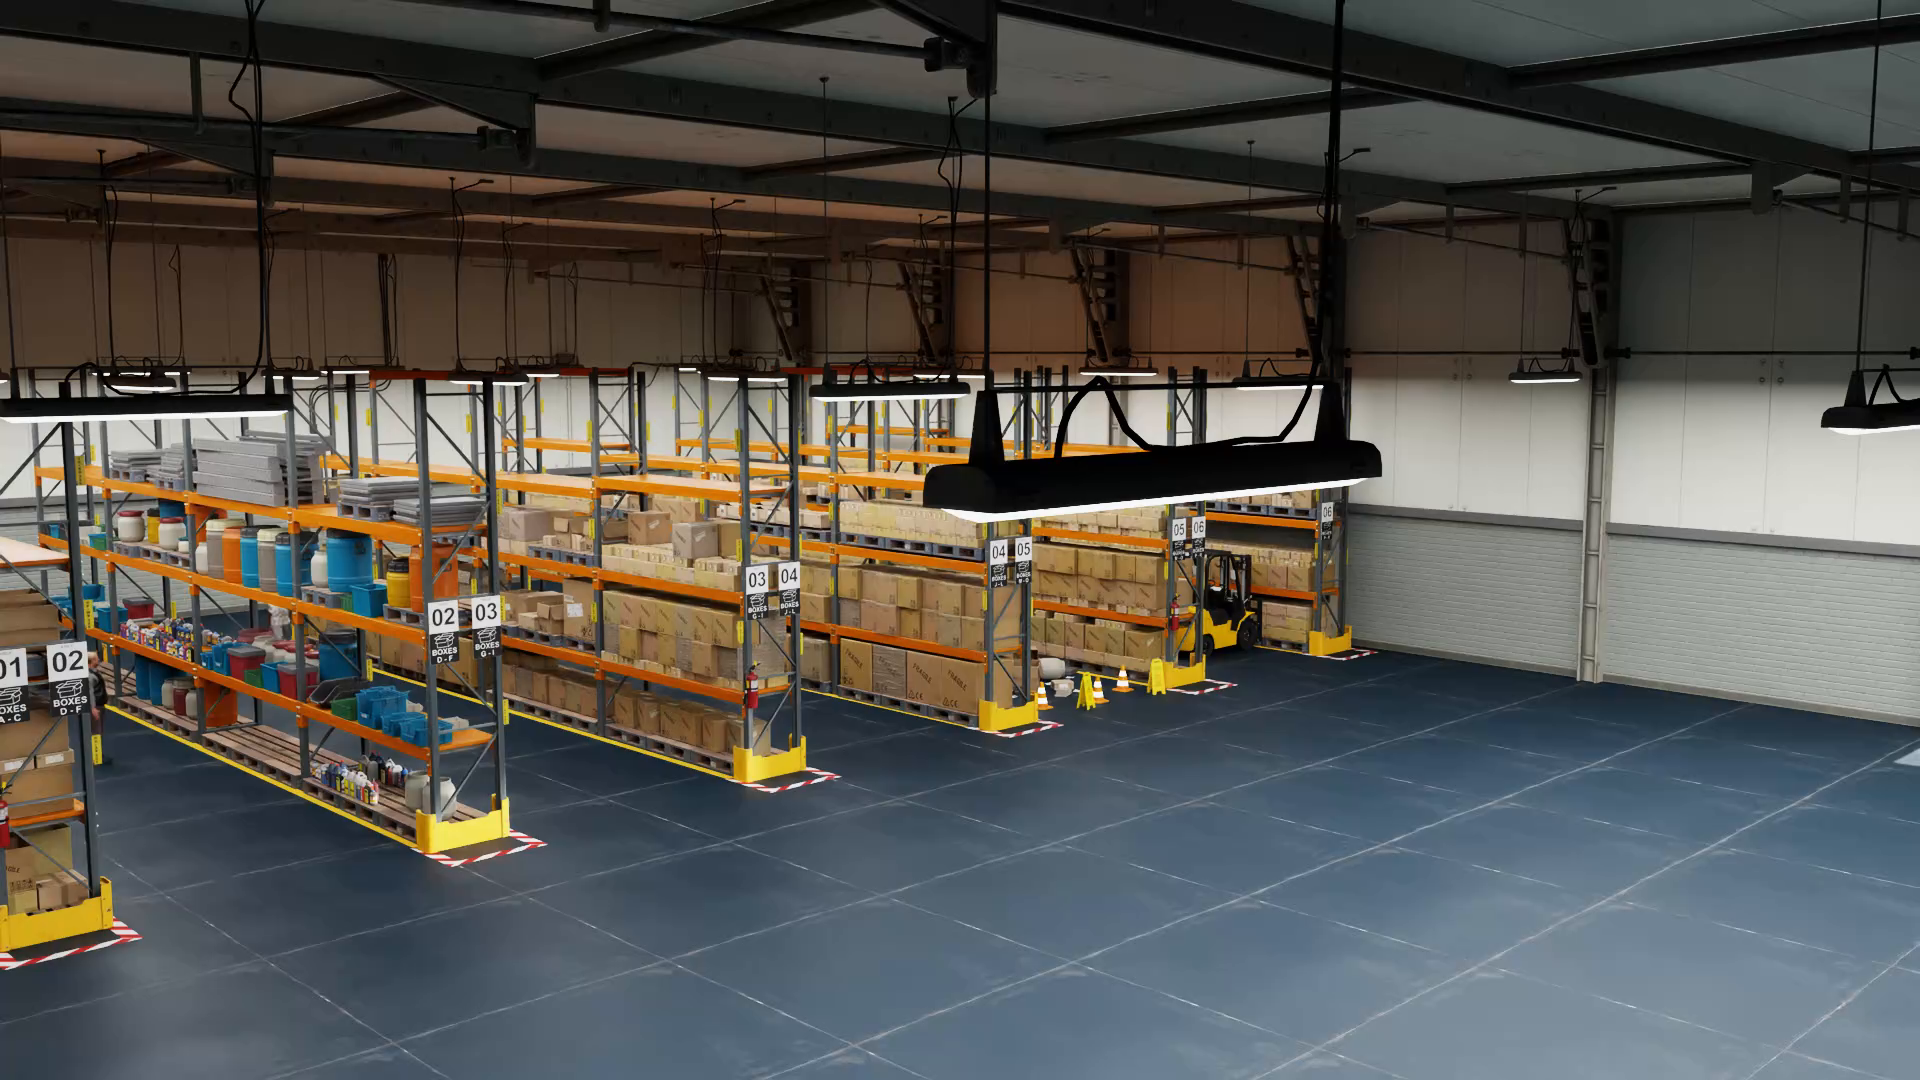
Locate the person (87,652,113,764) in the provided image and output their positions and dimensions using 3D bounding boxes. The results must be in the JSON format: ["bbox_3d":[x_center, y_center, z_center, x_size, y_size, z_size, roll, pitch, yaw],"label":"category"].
[{"bbox_3d":[-13.354,2.592,25.700,0.432,1.746,0.592,-1,7,-11],"label":"person"}]

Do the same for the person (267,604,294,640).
[{"bbox_3d":[-13.755,1.713,33.713,0.588,1.629,0.975,-6,9,-44],"label":"person"}]
